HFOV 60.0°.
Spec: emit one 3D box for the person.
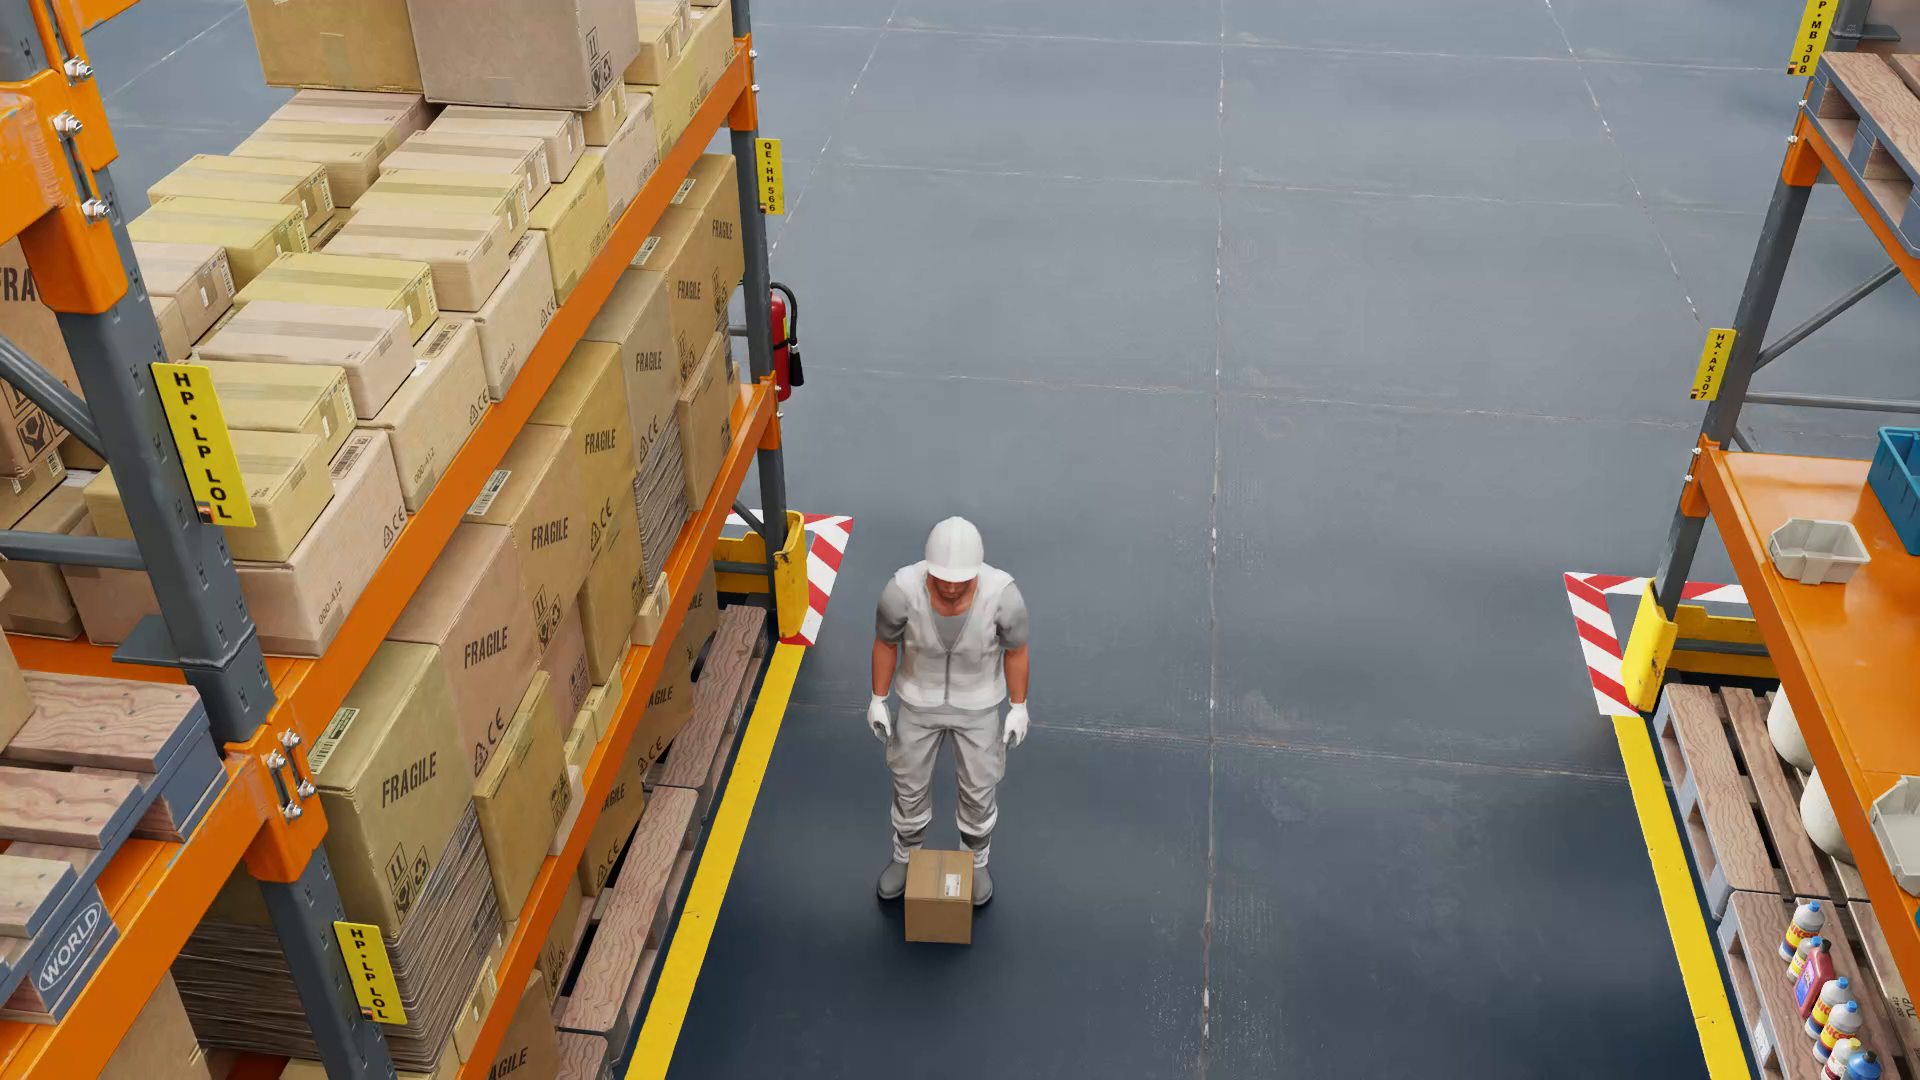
[{"bbox_3d":[-0.043,0.628,6.160,0.609,1.777,0.453,3,36,4],"label":"person"}]
